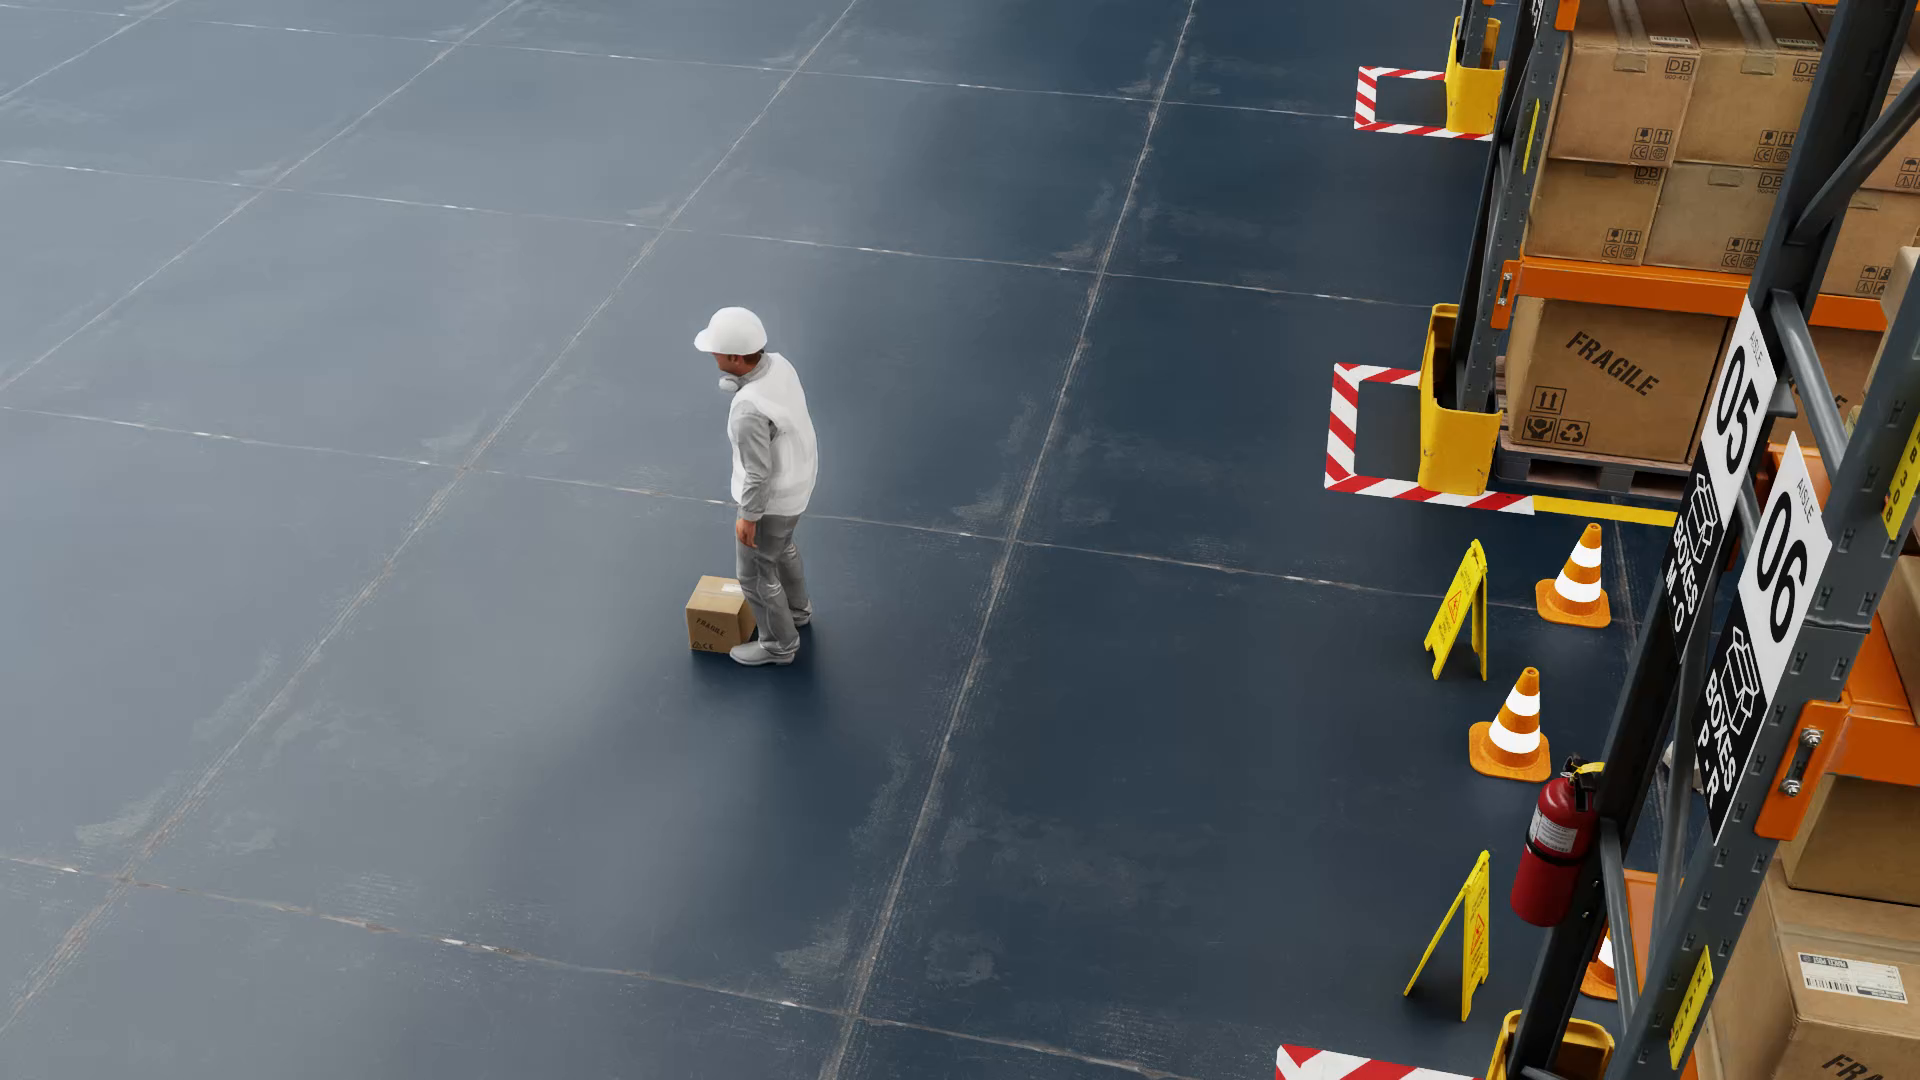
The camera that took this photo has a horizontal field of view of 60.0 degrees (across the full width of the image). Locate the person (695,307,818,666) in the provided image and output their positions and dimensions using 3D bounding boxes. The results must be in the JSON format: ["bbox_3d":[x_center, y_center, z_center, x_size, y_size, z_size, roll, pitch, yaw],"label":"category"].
[{"bbox_3d":[-0.851,-0.230,7.256,0.463,1.770,0.585,5,37,7],"label":"person"}]
